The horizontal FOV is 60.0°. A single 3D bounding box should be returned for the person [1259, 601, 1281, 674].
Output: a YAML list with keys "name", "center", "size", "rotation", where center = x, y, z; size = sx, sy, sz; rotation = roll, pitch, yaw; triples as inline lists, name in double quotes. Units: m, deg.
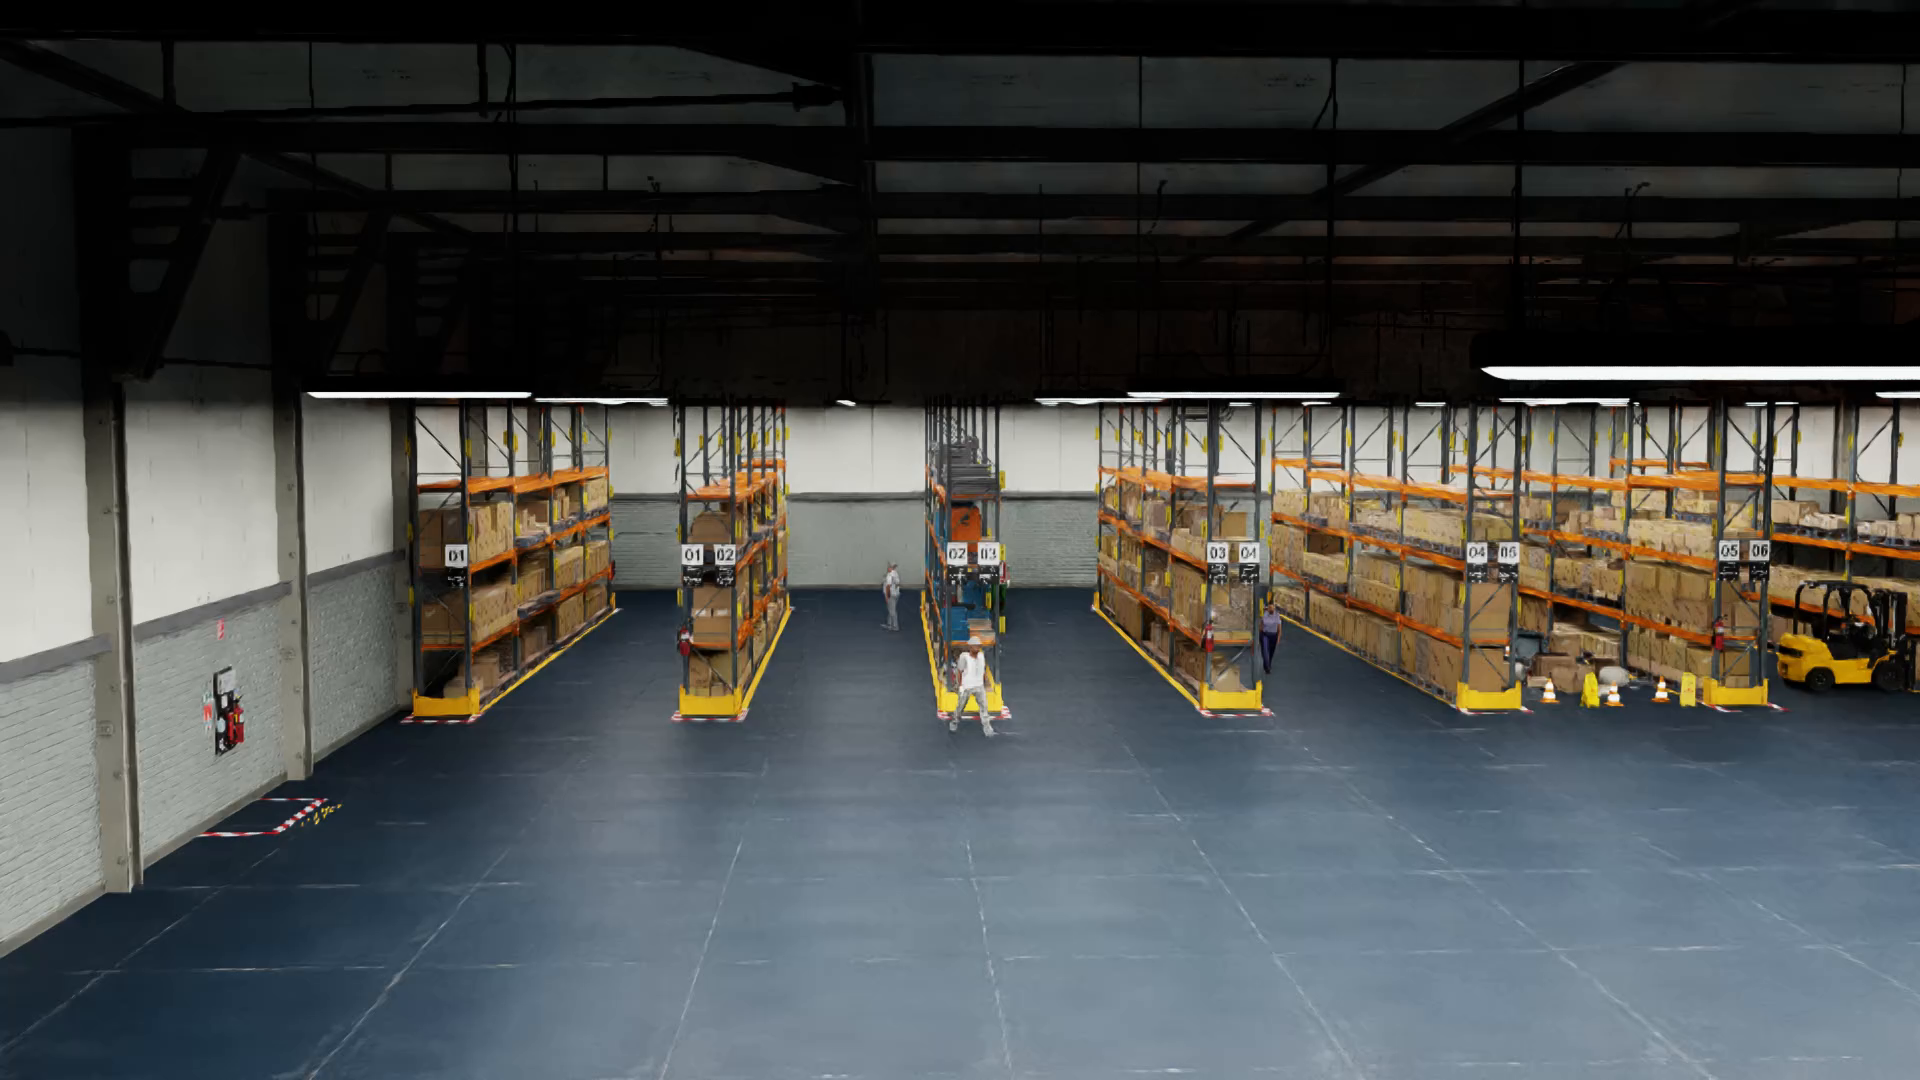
- name: "person"
  center: [6.720, 2.083, 36.002]
  size: [0.478, 1.567, 1.093]
  rotation: [0, 5, -5]

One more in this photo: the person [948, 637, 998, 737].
- name: "person"
  center: [0.201, 2.555, 29.045]
  size: [0.598, 1.755, 0.946]
  rotation: [-2, 5, -28]

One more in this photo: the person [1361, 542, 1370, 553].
- name: "person"
  center: [12.234, 0.898, 50.640]
  size: [0.451, 1.671, 0.651]
  rotation: [4, 6, 38]

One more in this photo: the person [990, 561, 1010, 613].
- name: "person"
  center: [1.070, 1.195, 46.428]
  size: [0.677, 1.742, 0.552]
  rotation: [0, 5, -5]

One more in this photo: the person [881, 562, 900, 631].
- name: "person"
  center: [-1.815, 1.435, 43.059]
  size: [0.624, 1.749, 0.745]
  rotation: [2, 5, 21]
